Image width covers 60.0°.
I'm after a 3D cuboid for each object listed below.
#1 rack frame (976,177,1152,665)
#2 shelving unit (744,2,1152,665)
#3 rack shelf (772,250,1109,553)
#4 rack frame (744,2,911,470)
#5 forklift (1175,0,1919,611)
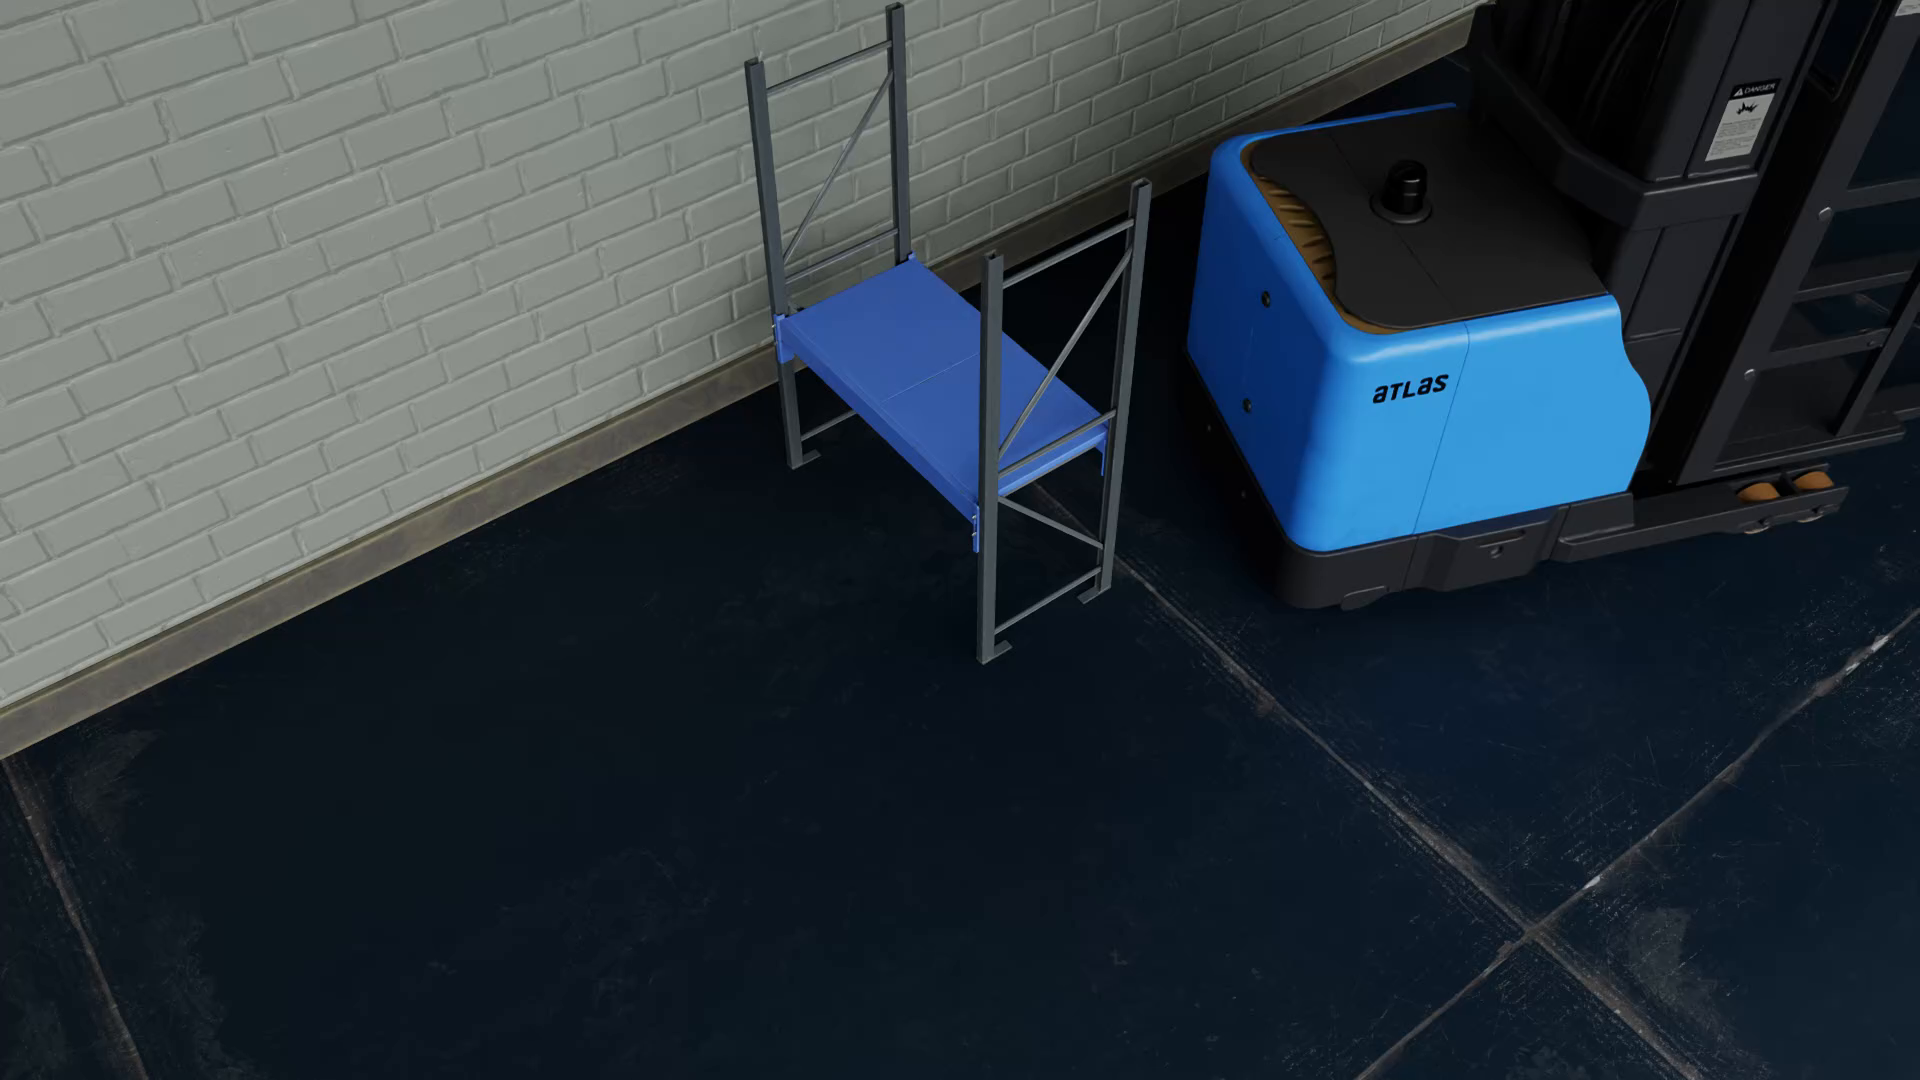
[{"bbox_3d":[0.256,-0.254,4.468,0.500,1.500,0.032,-29,54,-24],"label":"rack frame"},{"bbox_3d":[-0.052,-0.554,4.740,0.538,1.500,1.048,-29,54,-24],"label":"shelving unit"},{"bbox_3d":[-0.052,-0.433,4.873,0.538,0.185,1.000,-29,54,-24],"label":"rack shelf"},{"bbox_3d":[-0.359,-0.854,5.012,0.500,1.500,0.032,-29,54,-24],"label":"rack frame"},{"bbox_3d":[2.296,-1.374,4.517,3.031,2.935,1.130,-11,49,-10],"label":"forklift"}]
